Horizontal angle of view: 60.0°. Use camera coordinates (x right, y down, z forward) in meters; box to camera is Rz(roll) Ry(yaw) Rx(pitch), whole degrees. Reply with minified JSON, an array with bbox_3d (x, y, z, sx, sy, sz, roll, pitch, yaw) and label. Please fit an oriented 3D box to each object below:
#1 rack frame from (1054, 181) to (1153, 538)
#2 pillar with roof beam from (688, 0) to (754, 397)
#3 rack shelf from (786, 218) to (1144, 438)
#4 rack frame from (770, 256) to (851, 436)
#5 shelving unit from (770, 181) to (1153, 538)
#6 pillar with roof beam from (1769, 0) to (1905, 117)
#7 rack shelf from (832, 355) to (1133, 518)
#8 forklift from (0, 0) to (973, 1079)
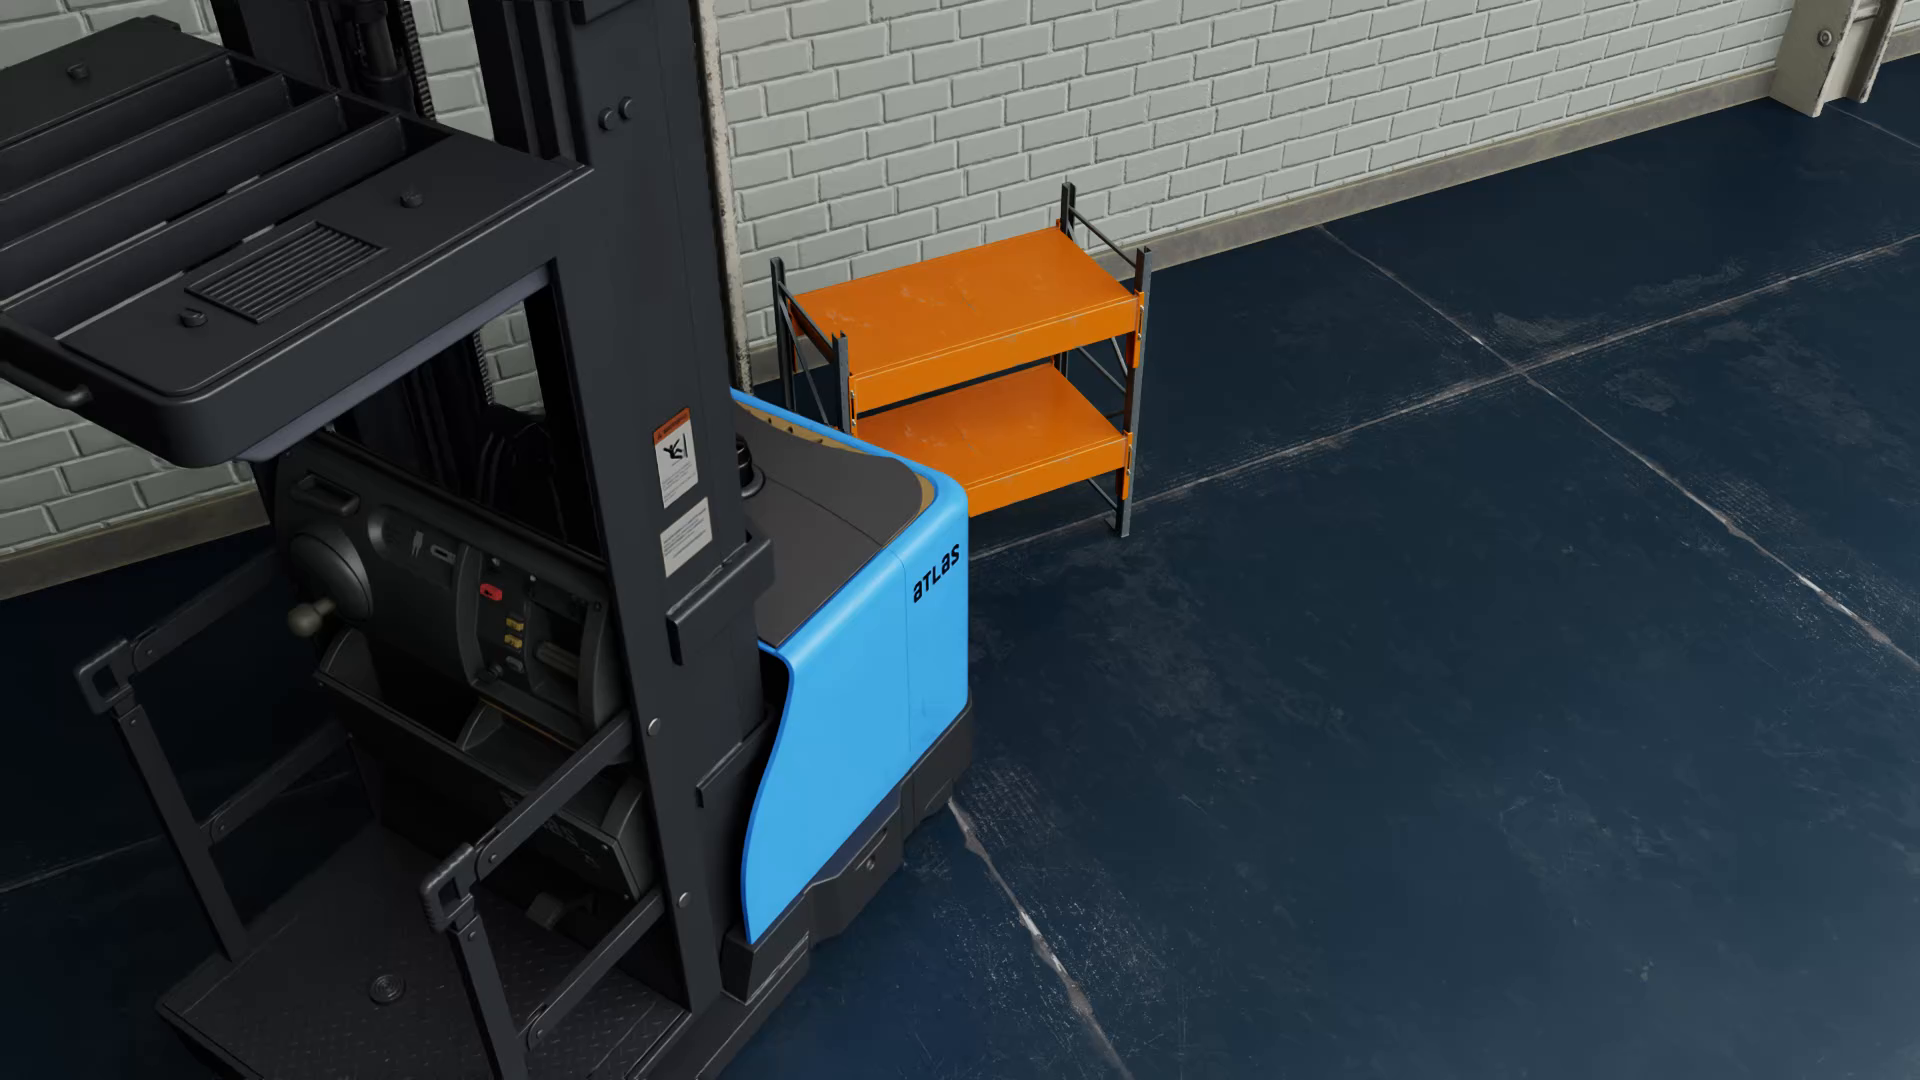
[{"bbox_3d":[0.457,-0.583,5.568,0.032,1.125,0.500,-19,44,-21],"label":"rack frame"},{"bbox_3d":[0.982,-1.413,0.454,0.400,9.000,9.100,-19,44,-21],"label":"pillar with roof beam"},{"bbox_3d":[0.006,-0.655,5.200,1.000,0.278,0.538,-19,44,-21],"label":"rack shelf"},{"bbox_3d":[-0.445,-0.280,5.210,0.032,1.125,0.500,-19,44,-21],"label":"rack frame"},{"bbox_3d":[0.006,-0.431,5.389,1.048,1.125,0.538,-19,44,-21],"label":"shelving unit"},{"bbox_3d":[6.304,-3.203,2.569,0.400,9.000,9.100,-19,44,-21],"label":"pillar with roof beam"},{"bbox_3d":[0.006,-0.245,5.547,1.000,0.278,0.538,-19,44,-21],"label":"rack shelf"},{"bbox_3d":[-1.188,0.181,3.268,1.130,2.935,3.031,23,45,25],"label":"forklift"}]
